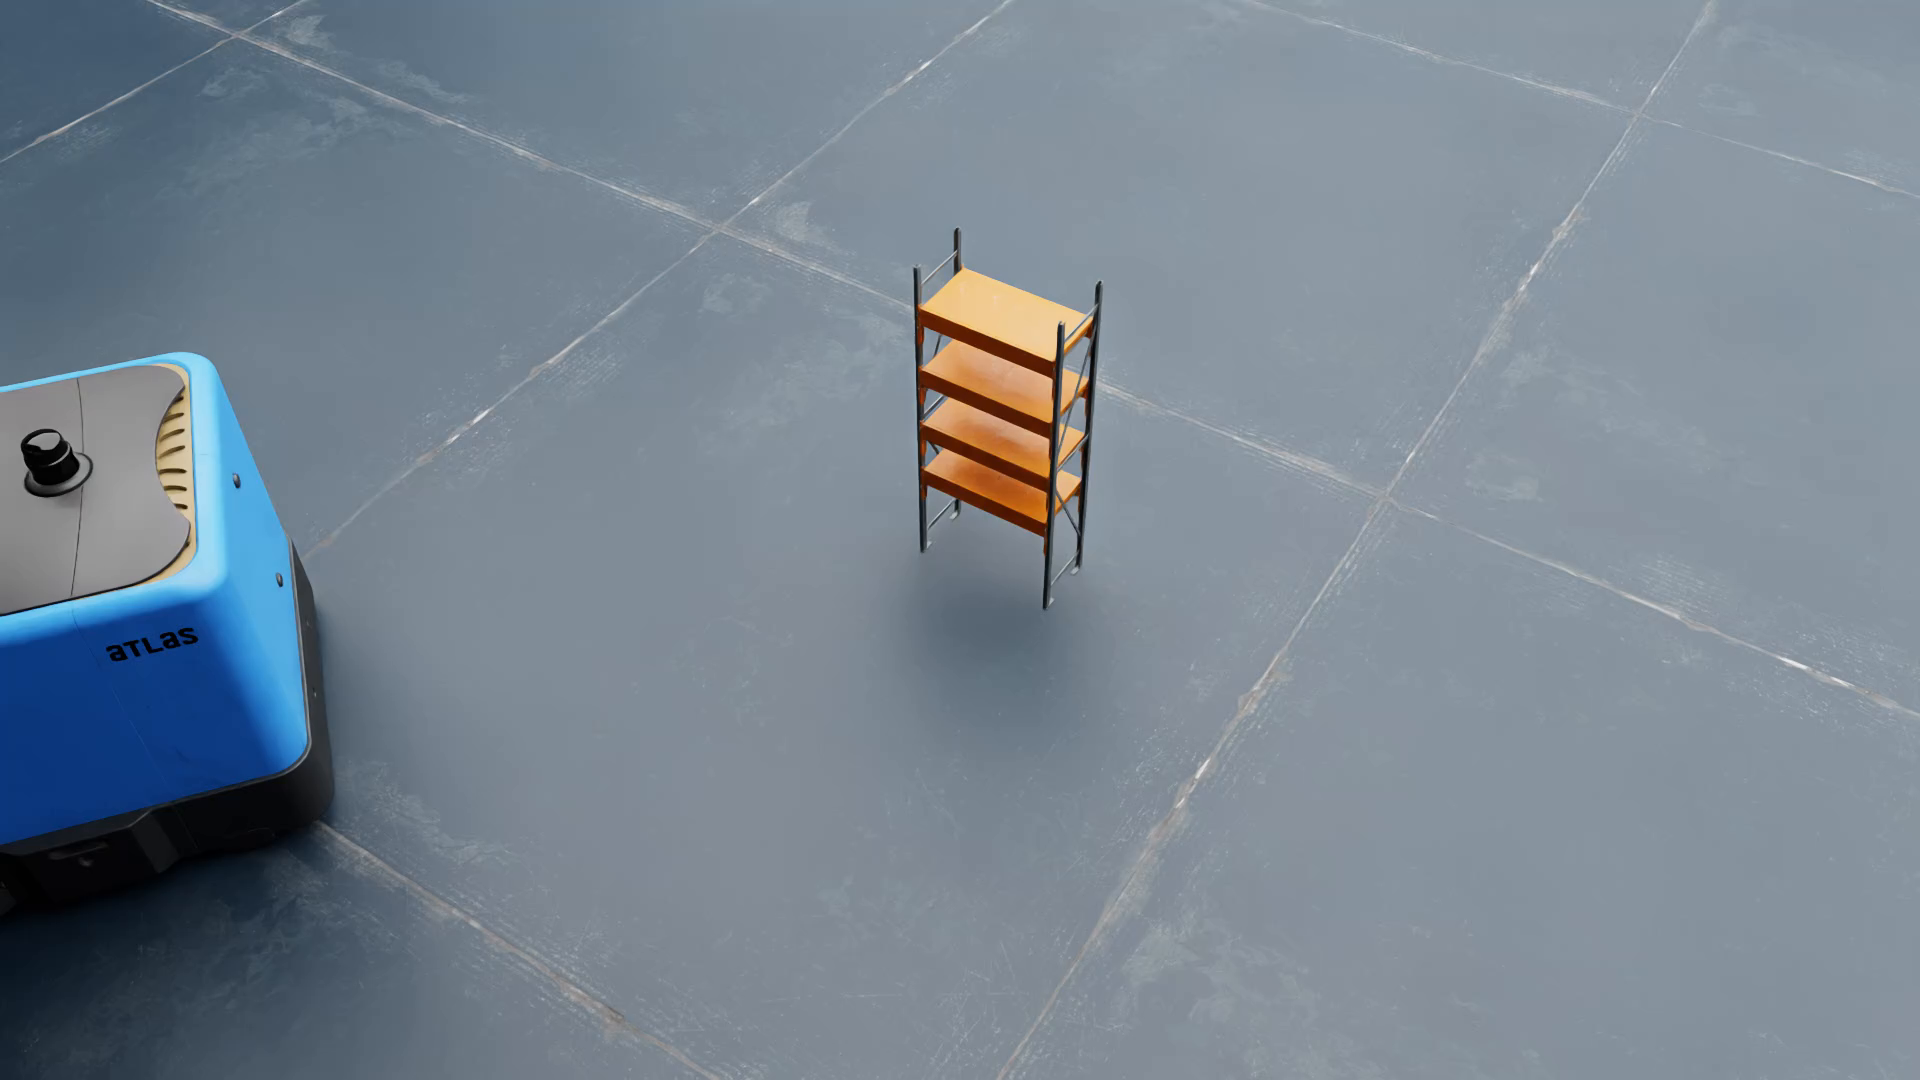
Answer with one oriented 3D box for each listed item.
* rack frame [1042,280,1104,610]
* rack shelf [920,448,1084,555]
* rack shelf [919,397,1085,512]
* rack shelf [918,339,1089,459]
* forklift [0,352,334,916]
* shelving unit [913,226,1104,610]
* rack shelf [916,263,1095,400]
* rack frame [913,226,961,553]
[{"bbox_3d":[0.345,-0.260,5.166,0.015,1.200,0.240,25,51,22],"label":"rack frame"},{"bbox_3d":[0.139,-0.169,5.448,0.480,0.148,0.258,25,51,22],"label":"rack shelf"},{"bbox_3d":[0.139,-0.307,5.306,0.480,0.148,0.258,25,51,22],"label":"rack shelf"},{"bbox_3d":[0.139,-0.463,5.145,0.480,0.148,0.258,25,51,22],"label":"rack shelf"},{"bbox_3d":[-3.425,-0.157,3.859,3.031,2.935,1.130,-14,47,-13],"label":"forklift"},{"bbox_3d":[0.139,-0.354,5.257,0.503,1.200,0.258,25,51,22],"label":"shelving unit"},{"bbox_3d":[0.139,-0.628,4.976,0.480,0.148,0.258,25,51,22],"label":"rack shelf"},{"bbox_3d":[-0.066,-0.449,5.349,0.015,1.200,0.240,25,51,22],"label":"rack frame"}]
